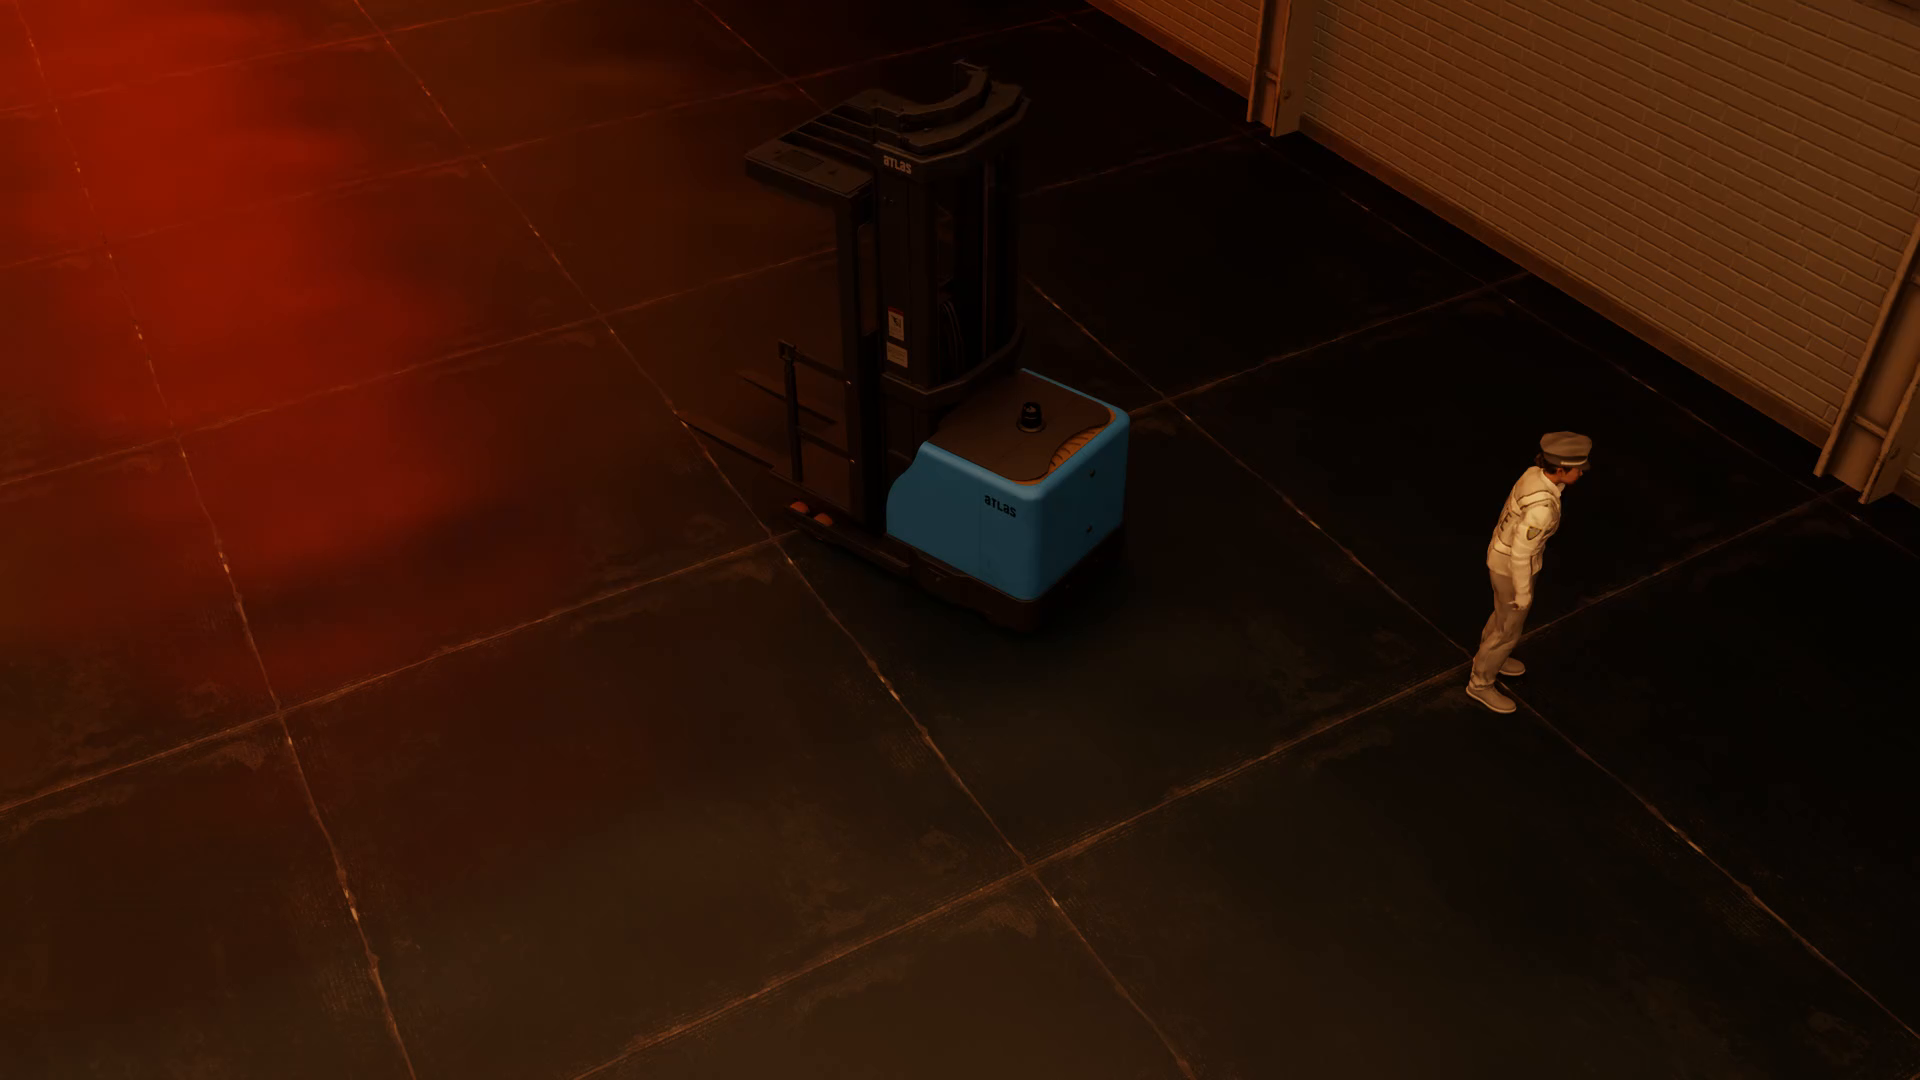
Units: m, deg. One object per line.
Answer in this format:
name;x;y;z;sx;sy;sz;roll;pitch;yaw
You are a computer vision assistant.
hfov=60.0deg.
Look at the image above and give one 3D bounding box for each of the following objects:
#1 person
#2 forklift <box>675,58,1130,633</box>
person;2.994;0.140;8.862;0.375;1.662;0.542;13;42;16
forklift;-0.481;-1.366;9.683;3.031;2.935;1.130;26;46;28
